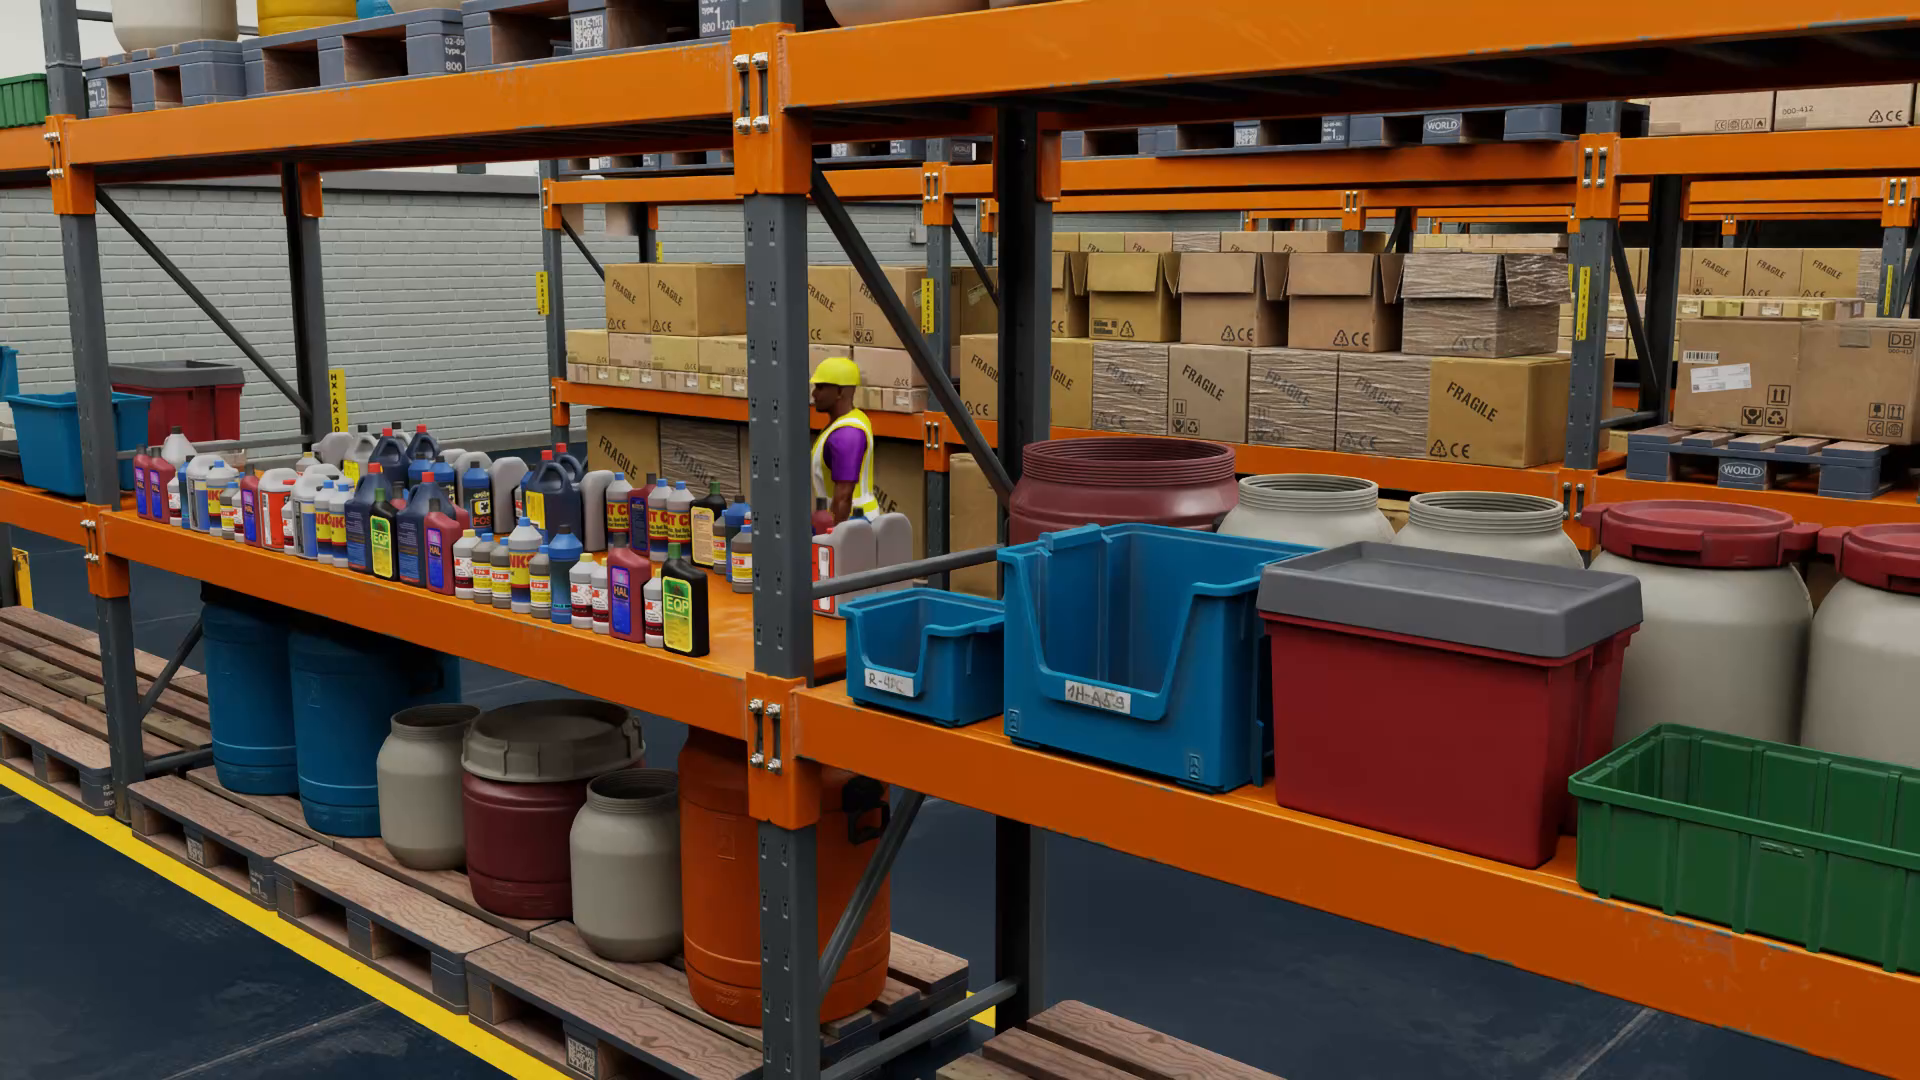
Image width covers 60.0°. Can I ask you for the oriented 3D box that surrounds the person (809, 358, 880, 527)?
[{"bbox_3d":[-0.586,-0.060,8.570,0.478,1.762,0.667,-1,10,-4],"label":"person"}]
